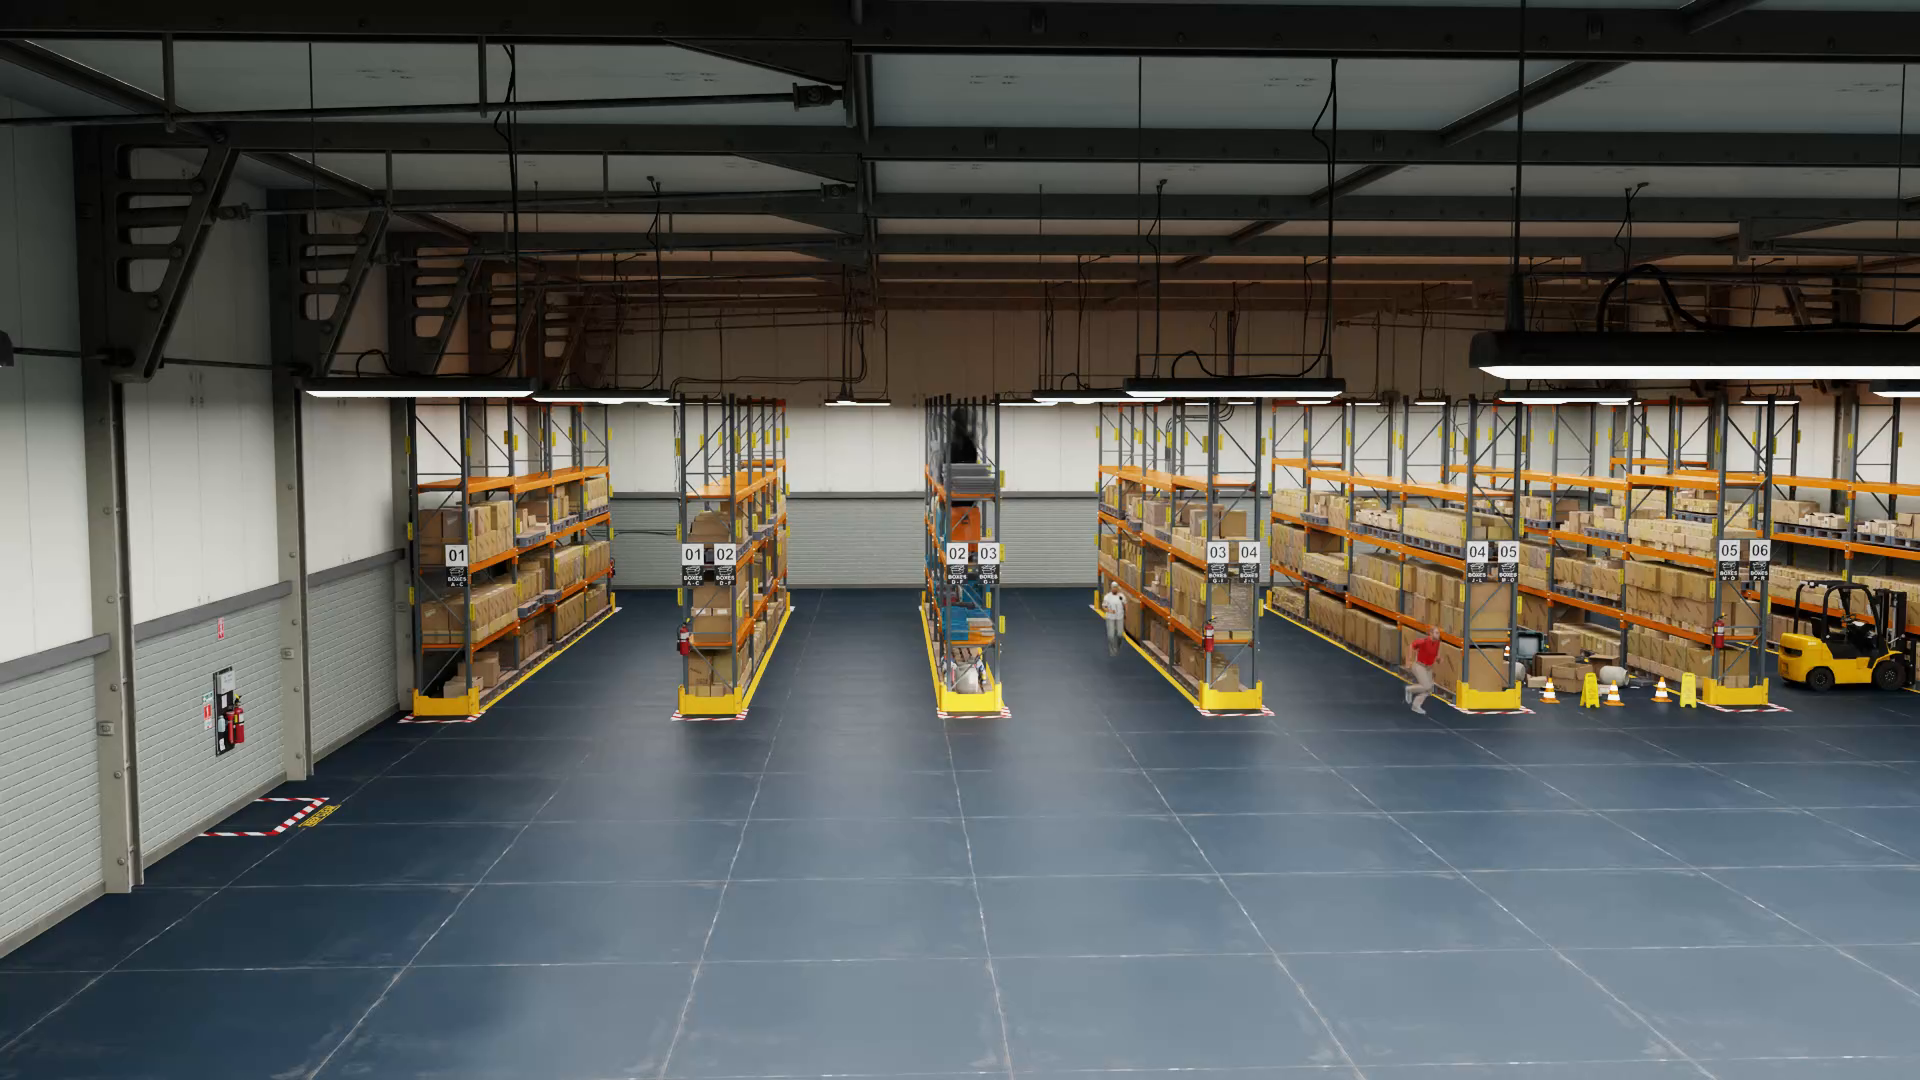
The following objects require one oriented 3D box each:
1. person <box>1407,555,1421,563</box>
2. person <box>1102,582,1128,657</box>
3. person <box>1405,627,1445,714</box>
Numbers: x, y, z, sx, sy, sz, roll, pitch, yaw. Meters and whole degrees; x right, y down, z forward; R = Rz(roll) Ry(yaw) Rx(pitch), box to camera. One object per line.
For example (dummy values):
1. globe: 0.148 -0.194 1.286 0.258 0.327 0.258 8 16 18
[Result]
1. person: 13.410 1.001 49.171 0.654 1.678 0.654 0 5 -5
2. person: 3.414 1.752 36.466 0.593 1.662 0.577 0 5 0
3. person: 8.755 2.442 31.289 0.652 1.655 0.749 -4 6 -44
